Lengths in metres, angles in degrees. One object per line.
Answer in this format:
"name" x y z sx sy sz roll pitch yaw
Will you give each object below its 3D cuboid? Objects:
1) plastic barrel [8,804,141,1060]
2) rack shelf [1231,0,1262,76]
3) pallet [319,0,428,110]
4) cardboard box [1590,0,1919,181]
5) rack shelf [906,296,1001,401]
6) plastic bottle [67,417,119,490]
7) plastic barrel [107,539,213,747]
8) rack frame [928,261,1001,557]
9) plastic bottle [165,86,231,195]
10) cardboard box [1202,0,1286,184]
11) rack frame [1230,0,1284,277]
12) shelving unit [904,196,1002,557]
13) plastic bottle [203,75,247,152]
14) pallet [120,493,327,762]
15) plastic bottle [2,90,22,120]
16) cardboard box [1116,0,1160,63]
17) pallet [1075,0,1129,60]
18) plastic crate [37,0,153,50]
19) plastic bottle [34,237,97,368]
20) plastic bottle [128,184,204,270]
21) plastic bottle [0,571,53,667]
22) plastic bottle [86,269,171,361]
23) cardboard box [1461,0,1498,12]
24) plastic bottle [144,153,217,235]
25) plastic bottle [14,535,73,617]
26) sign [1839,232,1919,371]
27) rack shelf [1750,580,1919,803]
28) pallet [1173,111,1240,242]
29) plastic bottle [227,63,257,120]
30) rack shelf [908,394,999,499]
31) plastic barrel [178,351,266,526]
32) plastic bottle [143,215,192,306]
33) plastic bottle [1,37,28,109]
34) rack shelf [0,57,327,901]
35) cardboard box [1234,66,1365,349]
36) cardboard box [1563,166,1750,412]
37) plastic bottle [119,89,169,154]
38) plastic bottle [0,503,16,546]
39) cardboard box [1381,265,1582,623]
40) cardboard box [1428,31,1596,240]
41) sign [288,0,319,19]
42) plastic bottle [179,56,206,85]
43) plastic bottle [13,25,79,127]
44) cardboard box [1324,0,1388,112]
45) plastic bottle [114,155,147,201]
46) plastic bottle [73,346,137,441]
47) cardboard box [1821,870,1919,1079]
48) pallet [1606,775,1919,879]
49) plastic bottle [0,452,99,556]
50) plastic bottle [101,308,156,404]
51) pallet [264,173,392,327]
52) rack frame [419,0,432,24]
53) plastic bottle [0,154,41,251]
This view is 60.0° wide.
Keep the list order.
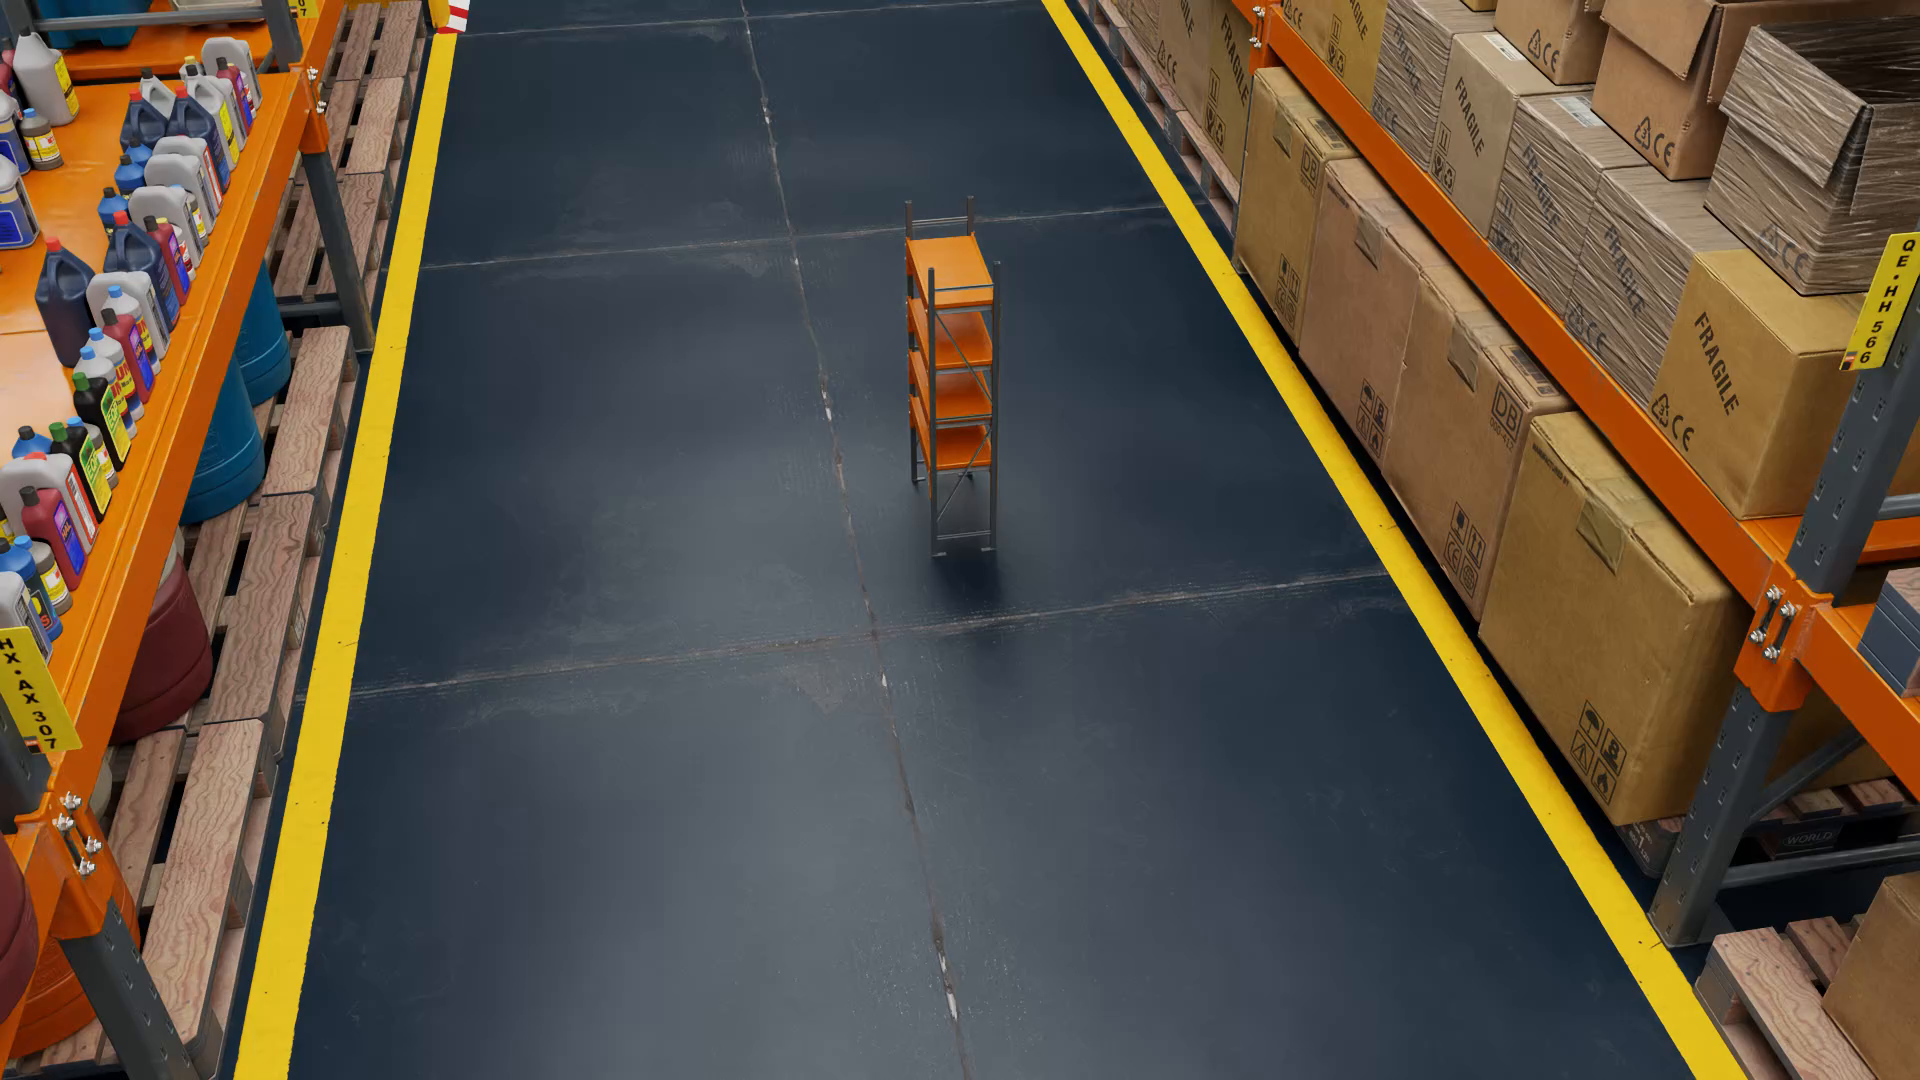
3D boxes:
"plastic barrel" -2.481 0.826 4.169 0.600 0.830 0.708 -6 38 -8
"rack shelf" 1.446 -3.444 8.825 1.077 0.370 4.000 -6 38 -8
"pallet" -3.675 -2.800 9.682 1.003 0.211 1.213 -6 38 -8
"cardboard box" 2.274 -1.377 4.679 0.797 0.503 0.637 -5 38 -7
"rack shelf" -0.029 -0.697 5.915 0.258 0.148 0.480 -6 38 -8
"plastic bottle" -2.234 -0.222 4.253 0.097 0.201 0.097 0 38 0
"plastic barrel" -2.679 0.239 5.121 0.600 0.588 0.708 -6 38 -8
"rack frame" 0.014 -0.426 5.821 0.240 1.200 0.015 -6 38 -8
"plastic bottle" -2.564 -1.337 5.566 0.144 0.351 0.185 -6 38 -8
"cardboard box" 1.759 -2.254 8.096 0.875 0.875 0.875 -6 38 -8
"rack frame" 1.796 -2.520 7.049 1.000 3.000 0.127 -6 38 -8
"shelving unit" -0.029 -0.574 6.011 0.258 1.200 0.503 -6 38 -8
"plastic bottle" -2.628 -1.515 5.856 0.152 0.276 0.135 -6 38 -8
"pallet" -2.768 0.323 5.663 1.003 0.211 1.213 -6 38 -8
"plastic bottle" -3.374 -1.494 5.889 0.097 0.201 0.097 0 38 0
"cardboard box" 1.446 -3.336 9.488 0.875 0.875 0.875 -6 38 -8
"pallet" 1.312 -3.361 10.404 1.003 0.211 1.213 -6 38 -8
"plastic crate" -3.498 -2.250 6.666 0.392 0.384 0.575 -6 38 -8
"plastic bottle" -2.530 -0.685 4.727 0.144 0.351 0.185 -6 38 -8
"plastic bottle" -2.476 -0.989 5.179 0.152 0.276 0.135 -6 38 -8
"plastic bottle" -2.136 0.181 3.673 0.152 0.276 0.135 -6 38 -8
"plastic bottle" -2.379 -0.656 4.751 0.152 0.276 0.135 -6 38 -8
"cardboard box" 2.025 -2.155 5.680 0.797 0.503 0.637 -6 38 -7
"plastic bottle" -2.516 -1.129 5.359 0.152 0.276 0.135 -6 38 -8
"plastic bottle" -2.147 0.079 3.865 0.097 0.201 0.097 0 38 0
"sign" 1.952 -0.500 3.505 0.100 0.325 0.005 -6 38 -8
"rack shelf" 2.848 1.388 2.605 1.077 0.370 4.000 -6 38 -8
"pallet" 1.740 -1.887 8.507 1.003 0.211 1.213 -6 38 -8
"plastic bottle" -2.645 -1.639 6.076 0.097 0.201 0.097 0 38 0
"rack shelf" -0.029 -0.364 6.174 0.258 0.148 0.480 -6 38 -8
"plastic barrel" -2.877 -0.567 5.903 0.600 0.901 0.708 -6 38 -8
"plastic bottle" -2.390 -0.857 5.003 0.061 0.283 0.133 -6 38 -8
"plastic bottle" -3.436 -1.674 6.055 0.061 0.283 0.133 -6 38 -8
"rack shelf" -2.729 -0.496 5.029 1.077 0.370 4.000 -6 38 -8
"cardboard box" 1.928 -1.463 7.077 1.225 0.875 0.875 -6 38 -8
"cardboard box" 2.086 -0.717 4.646 0.500 0.500 0.500 -7 38 -8
"plastic bottle" -2.706 -1.321 5.546 0.144 0.351 0.185 -6 38 -8
"plastic bottle" -2.337 -0.044 4.024 0.097 0.201 0.097 0 38 0
"cardboard box" 2.248 -0.389 5.696 1.225 0.875 0.875 -6 38 -8
"cardboard box" 1.903 -1.338 5.445 0.500 0.500 0.500 -6 38 -7
"sign" -2.538 -2.155 6.353 0.100 0.325 0.005 -6 38 -8
"plastic bottle" -2.812 -1.681 6.131 0.097 0.201 0.097 0 38 0
"plastic bottle" -3.330 -1.696 6.029 0.144 0.351 0.185 -6 38 -8
"cardboard box" 1.720 -1.952 6.236 0.500 0.500 0.500 -6 38 -8
"plastic bottle" -2.636 -1.102 5.329 0.097 0.271 0.097 0 38 0
"plastic bottle" -2.275 -0.389 4.411 0.097 0.271 0.097 0 38 0
"cardboard box" 2.635 1.112 4.053 0.700 0.500 0.500 -8 39 -10
"pallet" 2.434 0.513 5.418 1.003 0.211 1.213 -6 38 -8
"plastic bottle" -2.217 -0.098 4.033 0.152 0.276 0.135 -6 38 -8
"plastic bottle" -2.294 -0.525 4.575 0.061 0.283 0.133 -6 38 -8
"pallet" -3.247 -1.326 7.785 1.003 0.211 1.213 -6 38 -8
"rack frame" -3.781 -4.404 9.473 1.000 3.000 0.127 -6 38 -8
"plastic bottle" -3.062 -1.075 5.290 0.152 0.276 0.135 -6 38 -8
